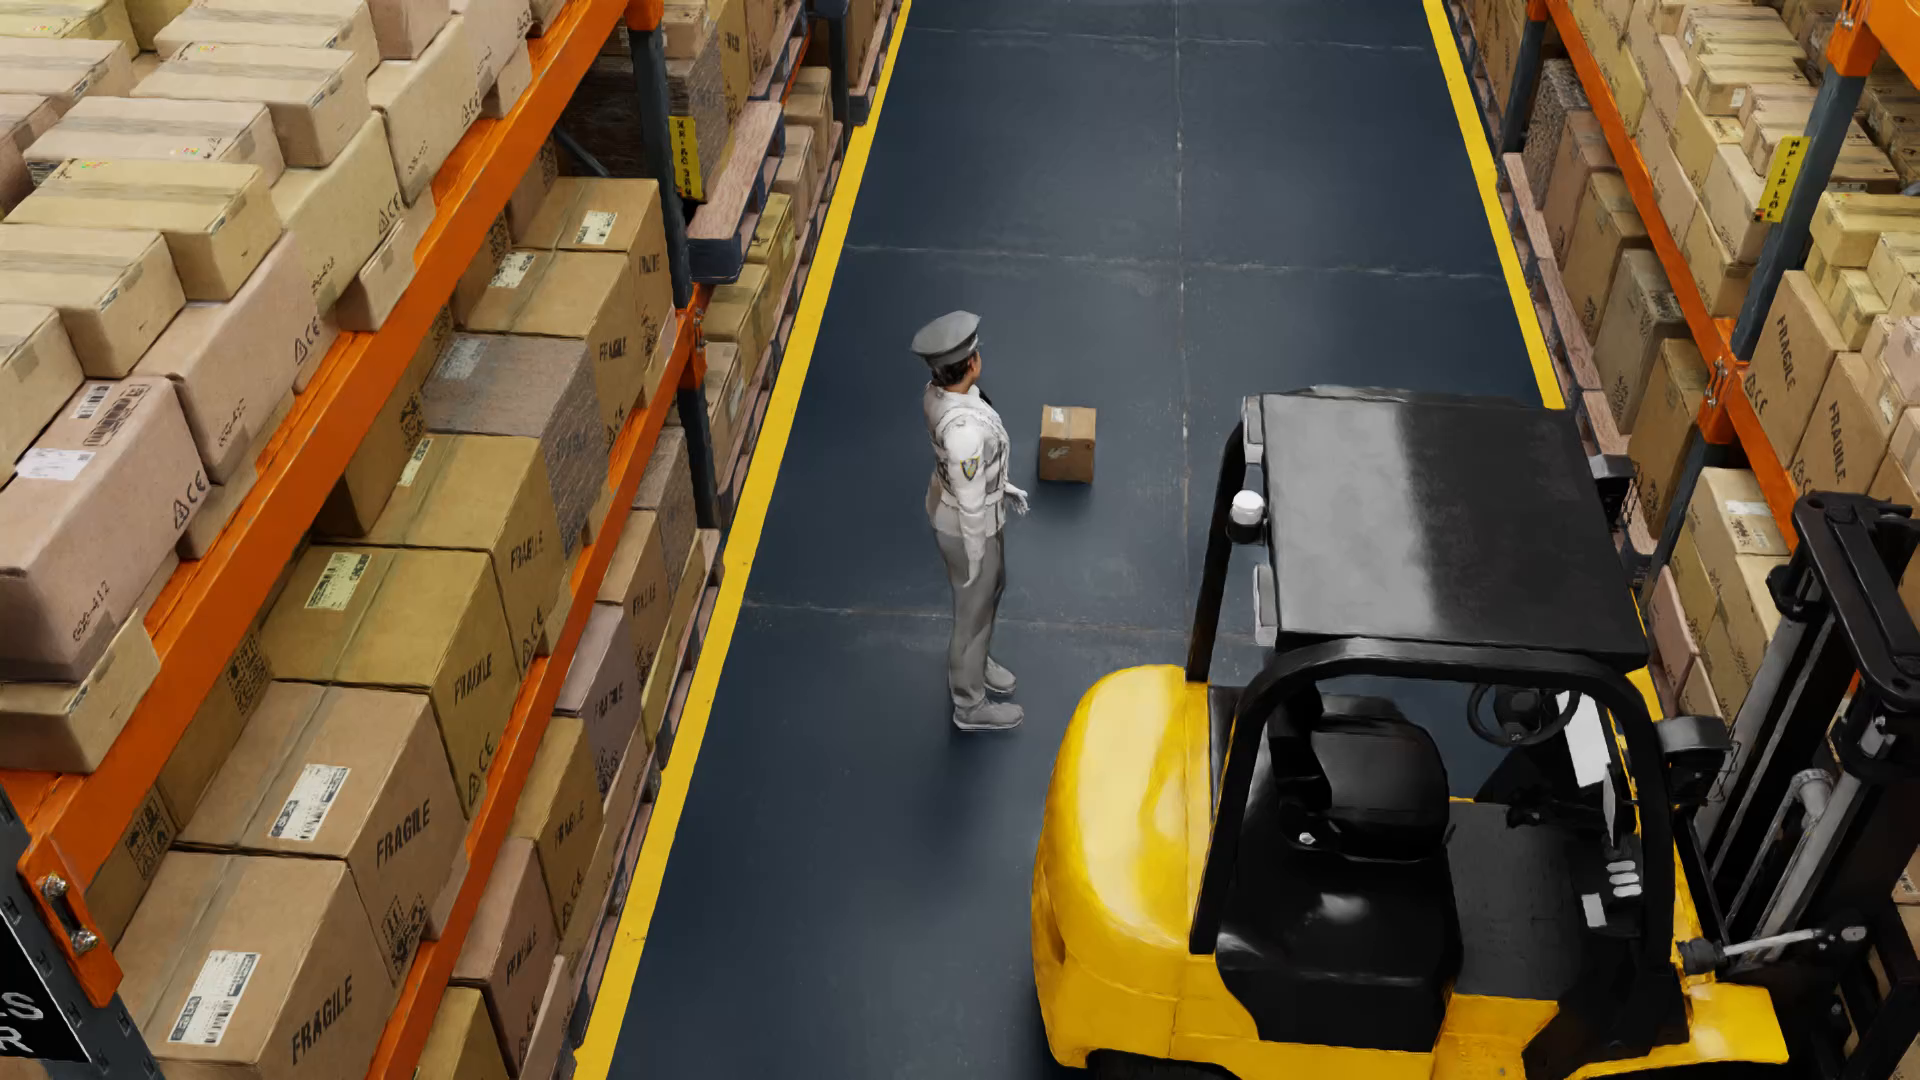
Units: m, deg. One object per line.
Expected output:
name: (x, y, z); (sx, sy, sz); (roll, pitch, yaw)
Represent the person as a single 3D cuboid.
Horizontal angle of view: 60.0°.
person: (0.059, -0.055, 6.227); (0.449, 1.667, 0.569); (-5, 41, -6)
